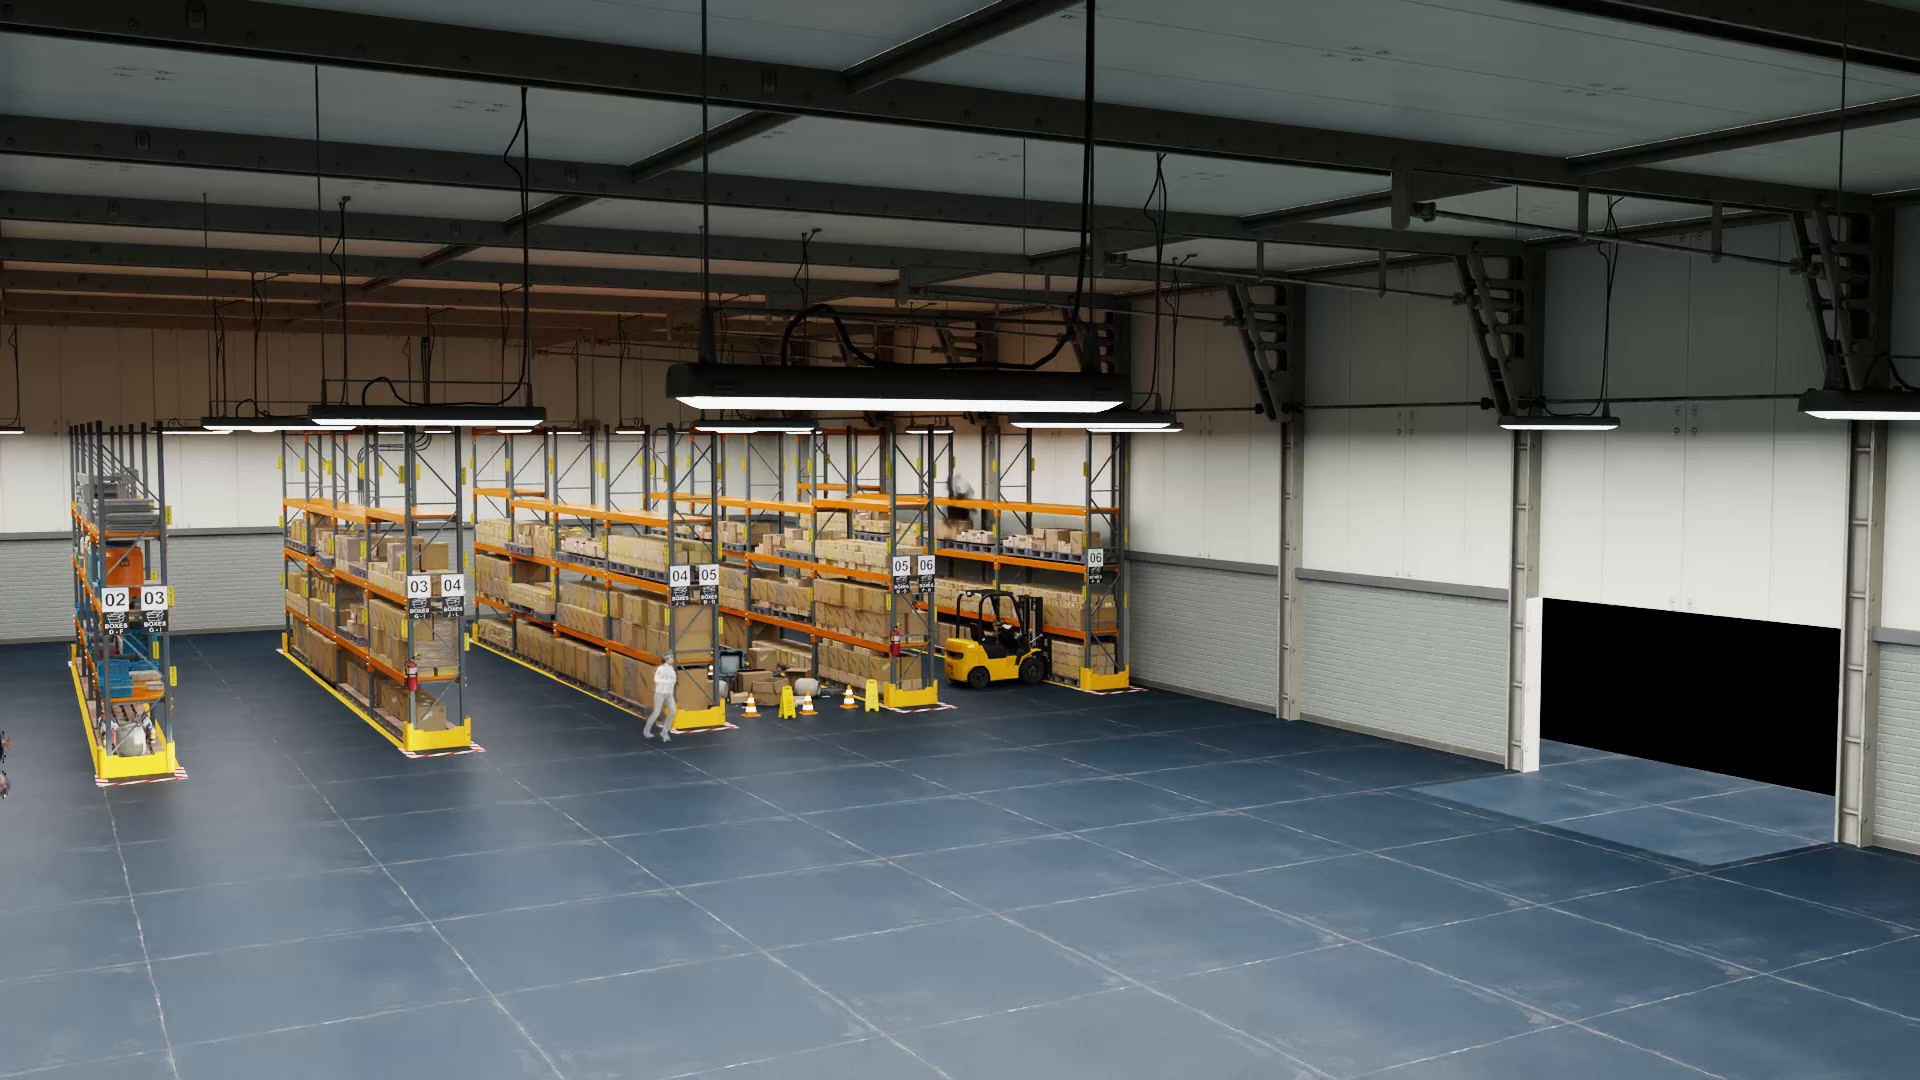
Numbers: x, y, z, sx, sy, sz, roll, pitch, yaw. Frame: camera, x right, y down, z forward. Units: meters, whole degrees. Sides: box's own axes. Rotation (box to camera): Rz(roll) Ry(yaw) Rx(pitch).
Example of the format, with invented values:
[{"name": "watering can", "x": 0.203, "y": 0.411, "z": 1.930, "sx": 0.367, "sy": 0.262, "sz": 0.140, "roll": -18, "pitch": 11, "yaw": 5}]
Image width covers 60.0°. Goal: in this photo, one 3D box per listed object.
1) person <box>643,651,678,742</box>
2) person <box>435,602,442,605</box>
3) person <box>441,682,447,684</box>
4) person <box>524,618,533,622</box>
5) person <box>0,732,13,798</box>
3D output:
[{"name": "person", "x": -5.595, "y": 2.949, "z": 31.551, "sx": 0.695, "sy": 1.708, "sz": 0.620, "roll": 2, "pitch": 4, "yaw": 35}, {"name": "person", "x": -14.854, "y": 2.052, "z": 46.606, "sx": 0.743, "sy": 1.653, "sz": 0.723, "roll": 1, "pitch": 4, "yaw": 12}, {"name": "person", "x": -12.005, "y": 2.478, "z": 38.651, "sx": 0.726, "sy": 1.720, "sz": 0.618, "roll": -2, "pitch": 4, "yaw": -29}, {"name": "person", "x": -12.408, "y": 1.947, "z": 48.045, "sx": 0.495, "sy": 1.630, "sz": 0.650, "roll": 2, "pitch": 4, "yaw": 33}, {"name": "person", "x": -14.410, "y": 3.343, "z": 24.657, "sx": 0.729, "sy": 1.756, "sz": 0.627, "roll": 0, "pitch": 4, "yaw": -3}]
